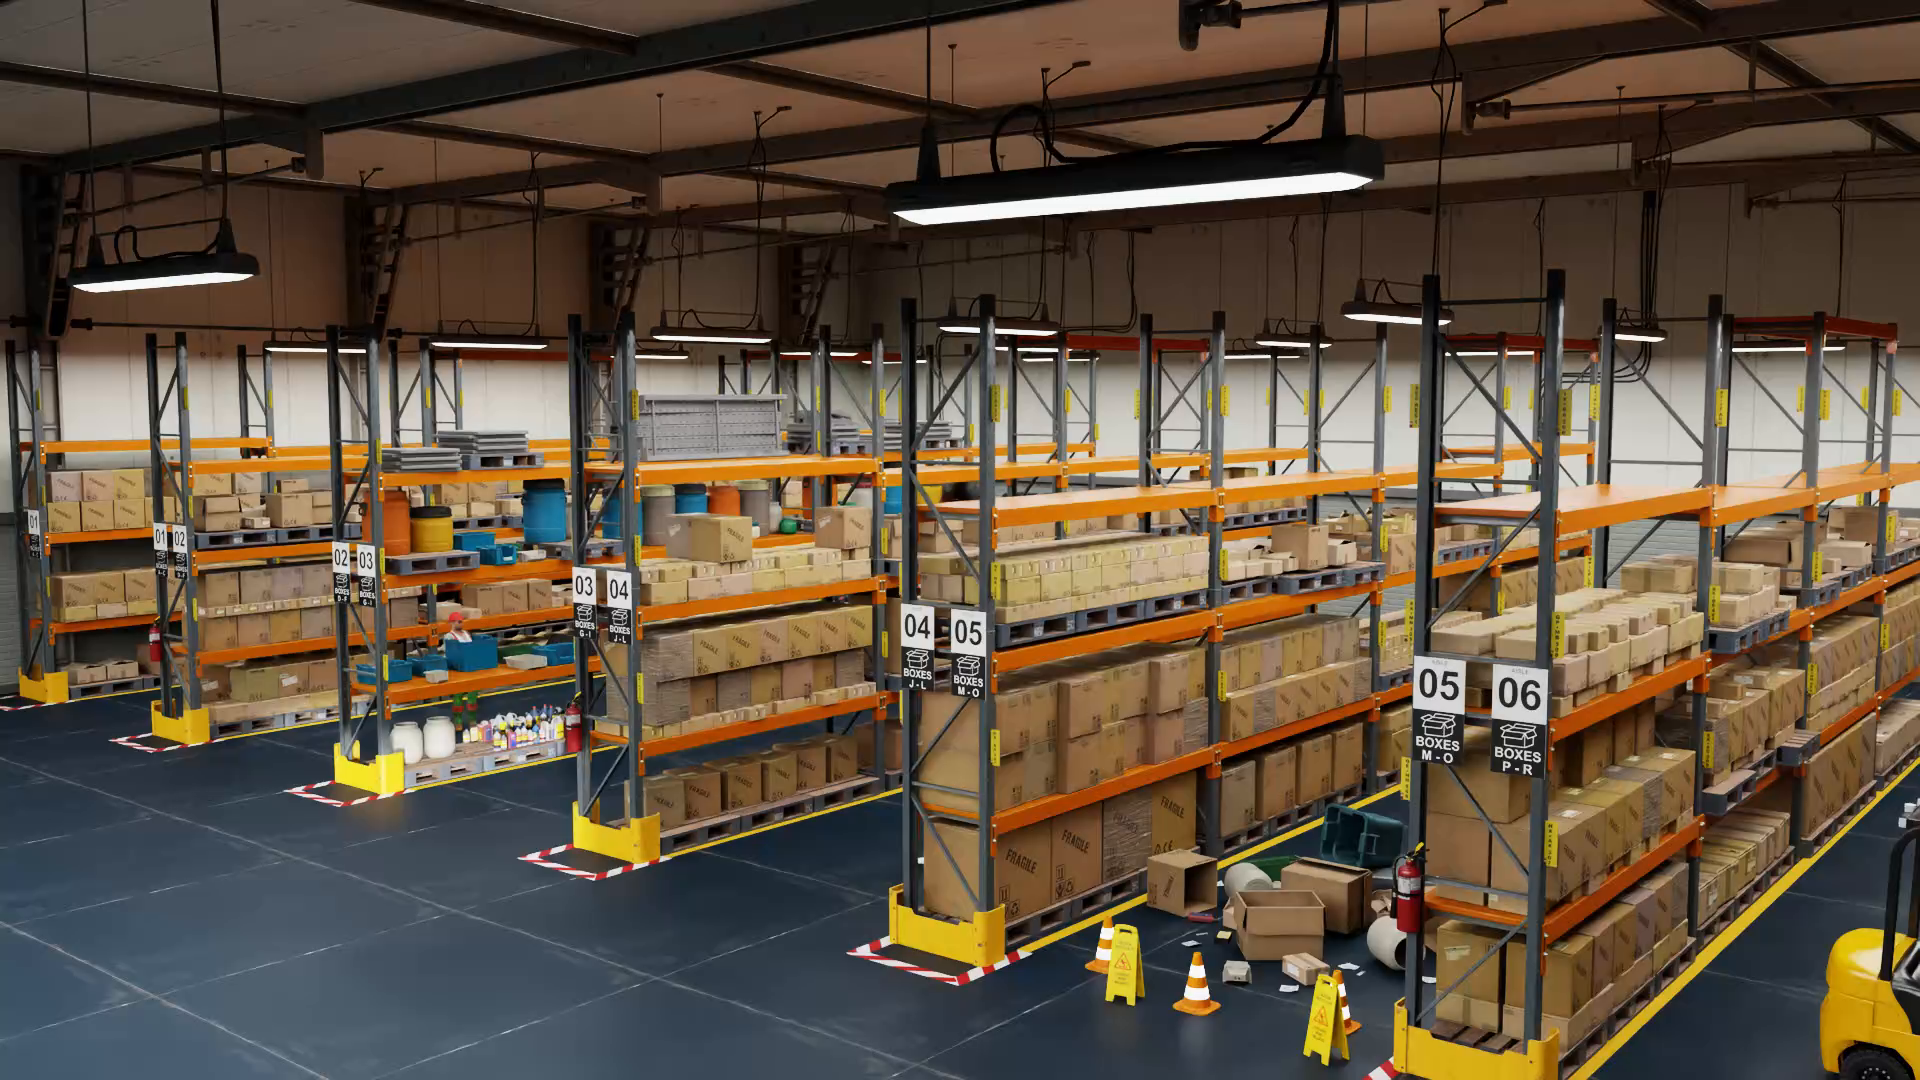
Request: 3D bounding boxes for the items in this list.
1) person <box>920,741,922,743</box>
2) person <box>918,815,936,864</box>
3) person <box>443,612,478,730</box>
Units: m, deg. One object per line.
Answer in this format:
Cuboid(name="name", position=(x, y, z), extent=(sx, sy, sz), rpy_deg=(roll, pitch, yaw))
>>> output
Cuboid(name="person", position=(0.238, 1.776, 28.392), extent=(11.933, 1.643, 17.447), rpy_deg=(4, 6, 37))
Cuboid(name="person", position=(-0.321, 2.709, 18.172), extent=(0.376, 1.707, 0.539), rpy_deg=(3, 6, 26))
Cuboid(name="person", position=(-3.413, 1.422, 31.847), extent=(14.637, 1.830, 7.275), rpy_deg=(-3, 6, -32))
